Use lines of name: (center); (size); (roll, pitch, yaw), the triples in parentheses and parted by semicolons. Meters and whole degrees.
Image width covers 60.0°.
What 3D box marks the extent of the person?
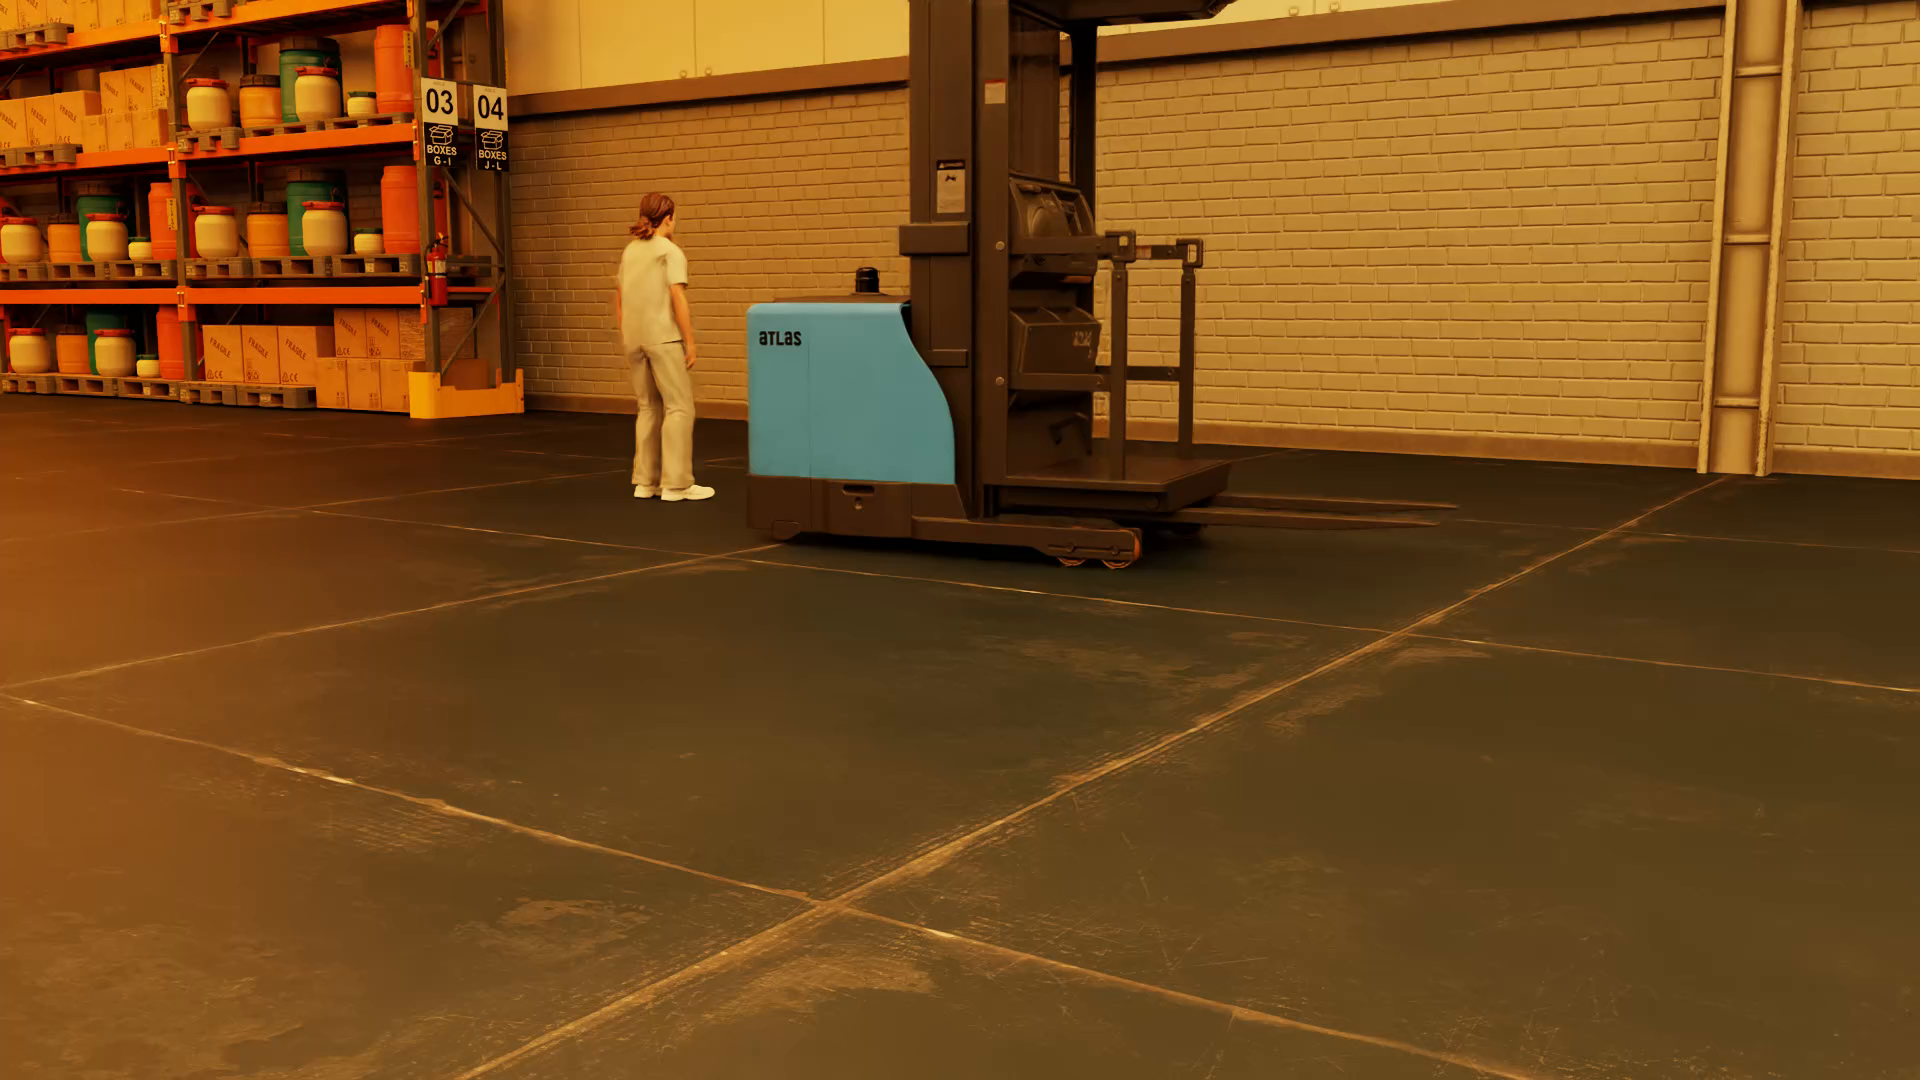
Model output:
person: (-1.643, -1.061, 9.142); (0.540, 1.670, 0.369); (5, 9, 30)

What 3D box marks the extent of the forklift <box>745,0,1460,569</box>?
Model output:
forklift: (0.594, -1.417, 7.157); (3.031, 2.935, 1.130); (4, 9, 23)
